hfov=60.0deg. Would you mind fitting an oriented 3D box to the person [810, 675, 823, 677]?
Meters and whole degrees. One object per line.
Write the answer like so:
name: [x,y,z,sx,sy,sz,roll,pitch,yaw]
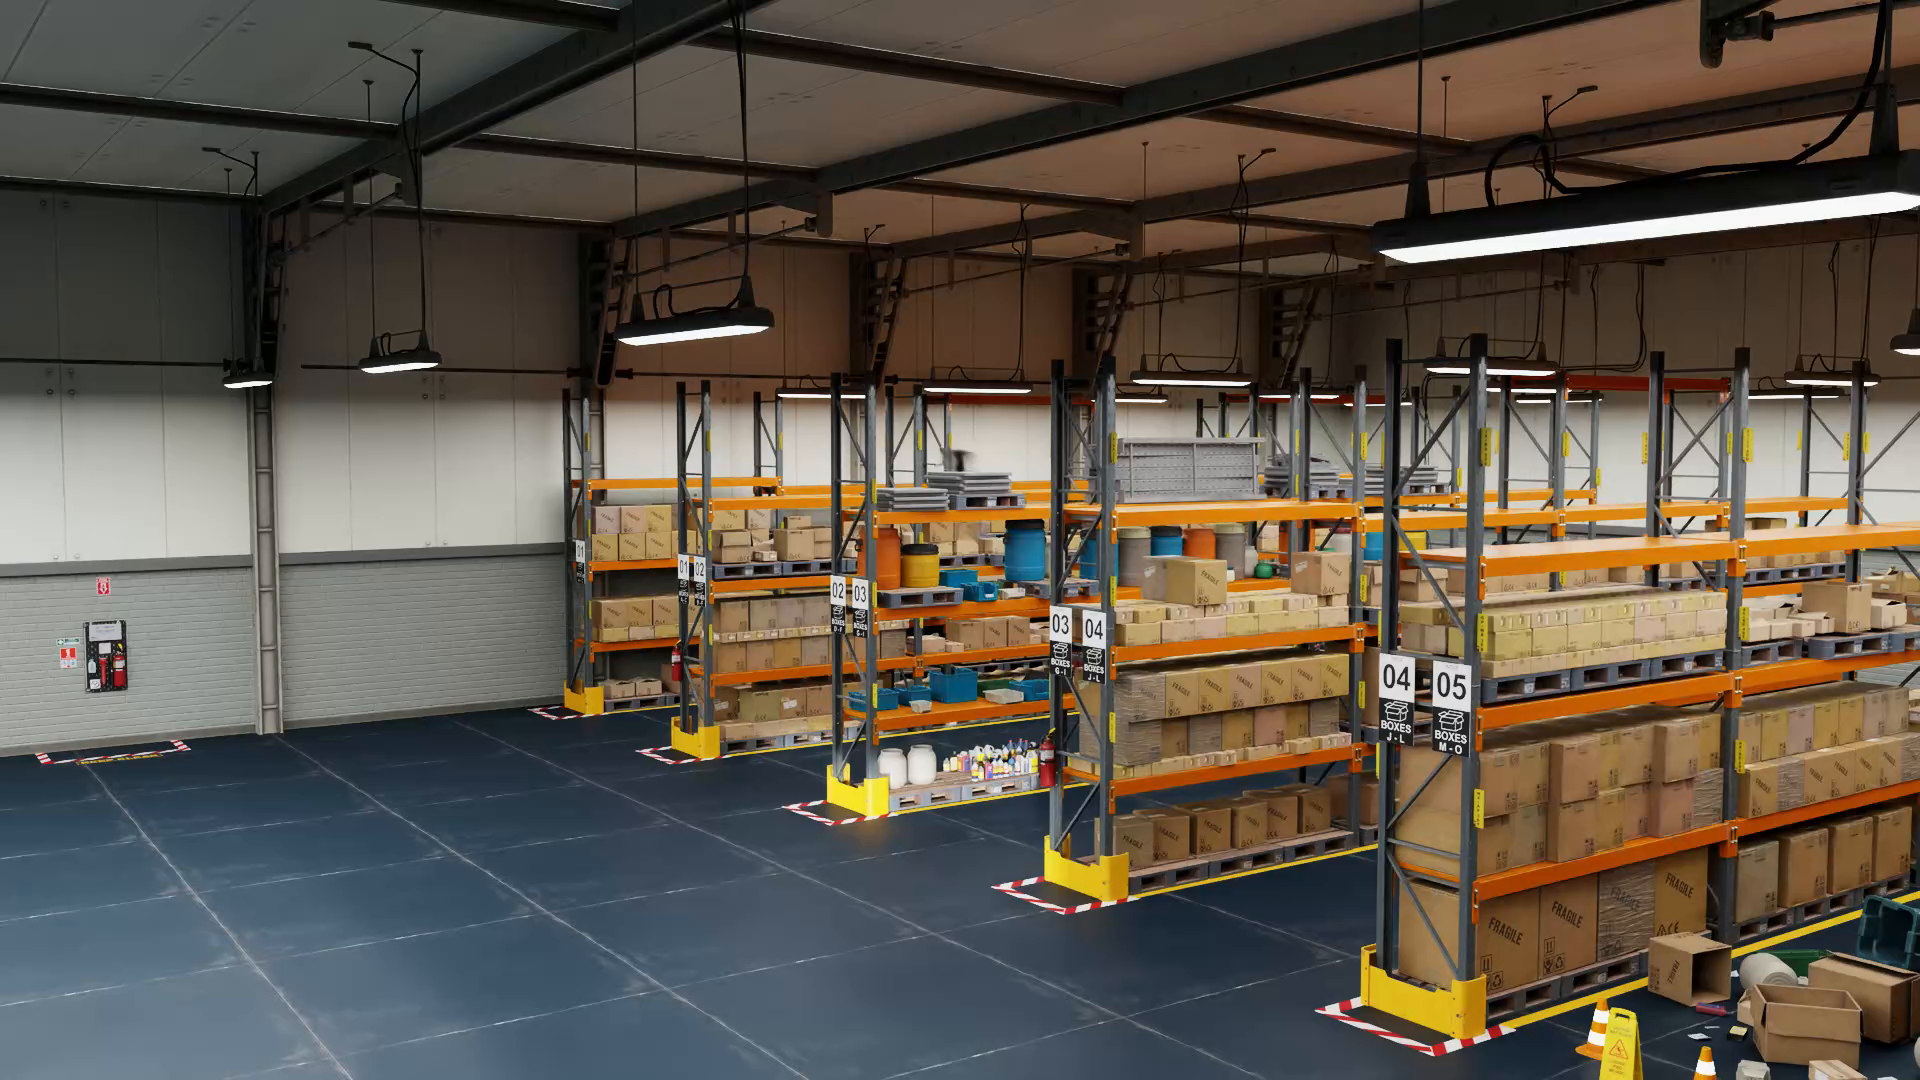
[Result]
person: [-2.528,2.442,30.051,0.779,1.568,0.560,-2,4,-24]
